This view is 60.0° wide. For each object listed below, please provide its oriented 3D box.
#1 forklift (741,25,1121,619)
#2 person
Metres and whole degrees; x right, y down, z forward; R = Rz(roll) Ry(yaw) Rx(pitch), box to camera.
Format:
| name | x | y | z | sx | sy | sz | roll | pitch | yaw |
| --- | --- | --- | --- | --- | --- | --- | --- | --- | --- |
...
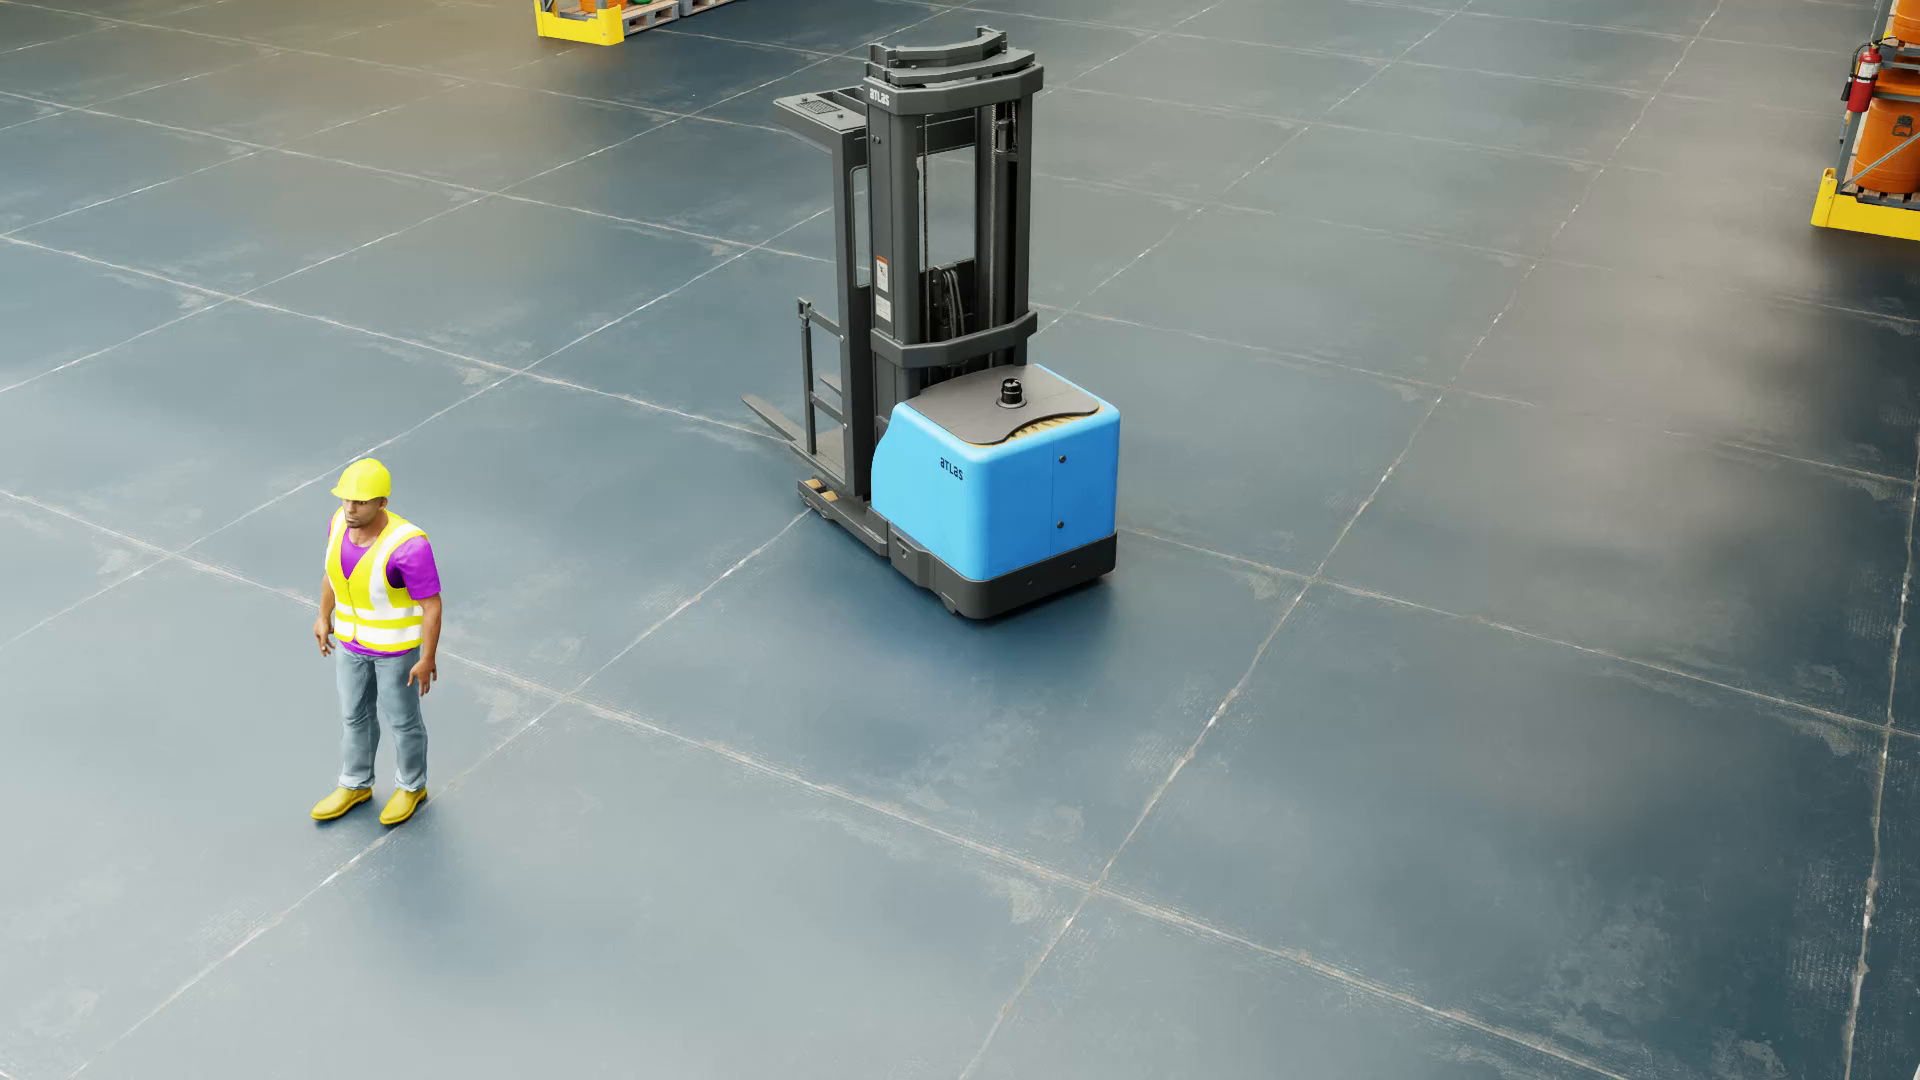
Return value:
| name | x | y | z | sx | sy | sz | roll | pitch | yaw |
| --- | --- | --- | --- | --- | --- | --- | --- | --- | --- |
| forklift | -0.351 | -1.524 | 9.712 | 1.130 | 2.935 | 3.031 | -19 | 35 | -29 |
| person | -2.629 | 0.478 | 7.393 | 0.666 | 1.765 | 0.578 | 14 | 33 | 22 |
